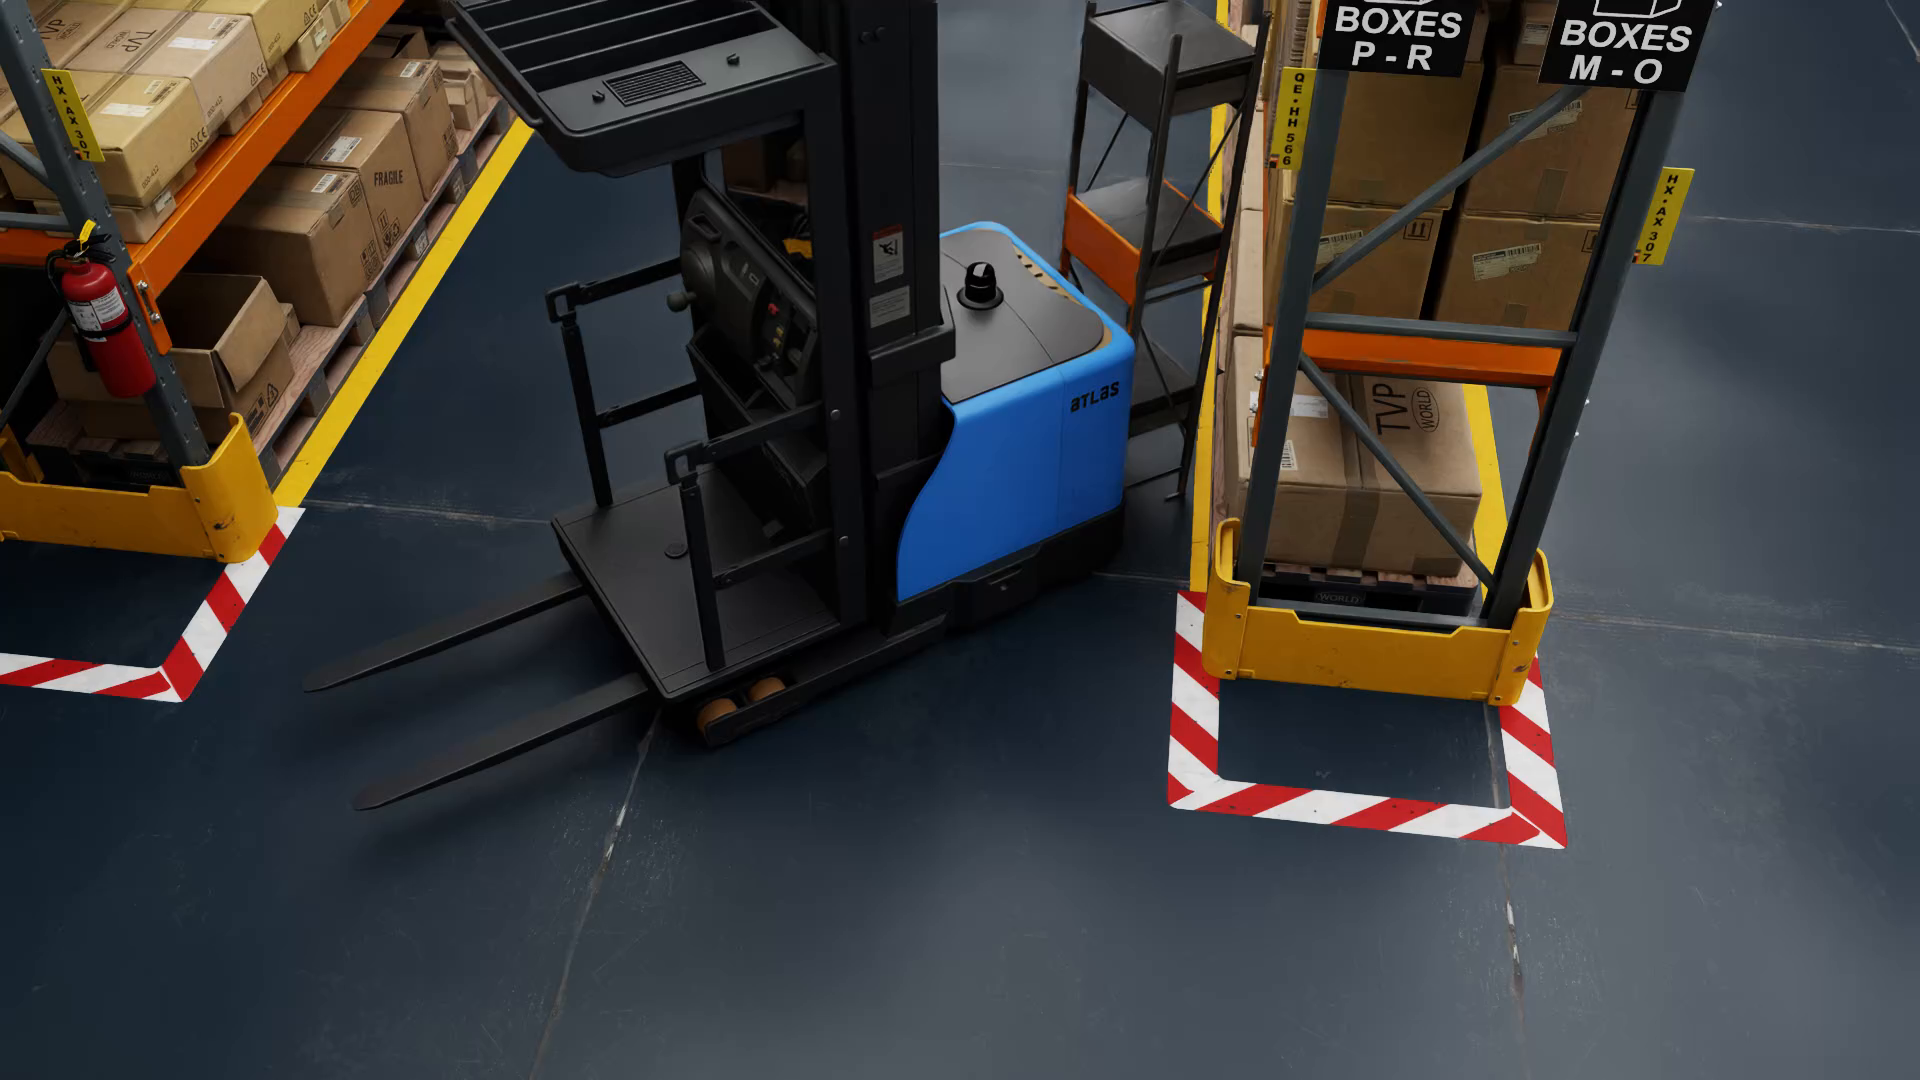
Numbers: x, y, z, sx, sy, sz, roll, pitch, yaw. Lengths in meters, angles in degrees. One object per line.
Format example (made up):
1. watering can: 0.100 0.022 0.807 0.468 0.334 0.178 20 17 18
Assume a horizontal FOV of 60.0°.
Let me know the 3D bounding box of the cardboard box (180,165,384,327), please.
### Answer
1. cardboard box: -3.087 -1.340 7.496 0.700 0.500 0.500 7 44 7

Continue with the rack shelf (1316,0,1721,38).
1. rack shelf: 1.772 -2.850 5.920 1.077 0.370 4.000 5 44 6

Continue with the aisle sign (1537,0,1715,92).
1. aisle sign: 1.785 -1.528 4.291 0.394 0.787 0.004 5 44 6

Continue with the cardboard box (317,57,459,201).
1. cardboard box: -2.950 -2.048 8.243 0.700 0.500 0.500 4 44 4

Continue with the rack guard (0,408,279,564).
1. rack guard: -3.403 -0.252 6.653 1.175 0.500 0.348 5 44 6

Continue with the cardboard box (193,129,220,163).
1. cardboard box: -3.110 -1.576 6.415 0.380 0.149 0.250 5 44 5

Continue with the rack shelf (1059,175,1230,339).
1. rack shelf: 0.690 -1.051 6.336 0.431 0.518 0.480 -20 47 -24

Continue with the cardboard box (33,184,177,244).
1. cardboard box: -3.098 -1.216 6.035 0.380 0.149 0.250 5 44 5

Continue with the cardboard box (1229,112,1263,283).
1. cardboard box: 1.729 -1.579 7.794 0.875 0.438 0.875 4 44 4

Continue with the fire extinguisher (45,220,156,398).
1. fire extinguisher: -2.975 -0.802 5.743 0.296 0.674 0.183 5 44 6

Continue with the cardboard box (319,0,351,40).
1. cardboard box: -2.864 -2.271 7.149 0.380 0.149 0.250 6 44 6

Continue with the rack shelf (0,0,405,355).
1. rack shelf: -3.149 -2.210 7.425 1.077 0.370 4.000 5 44 6

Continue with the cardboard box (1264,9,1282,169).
1. cardboard box: 1.448 -1.741 6.334 0.500 0.500 0.500 6 44 7

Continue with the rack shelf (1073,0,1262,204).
1. rack shelf: 0.723 -1.571 5.869 0.431 0.518 0.480 -20 47 -24

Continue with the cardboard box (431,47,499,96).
1. cardboard box: -2.667 -2.545 9.024 0.380 0.149 0.250 4 44 4

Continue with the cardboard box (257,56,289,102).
1. cardboard box: -2.986 -1.924 6.783 0.380 0.149 0.250 6 44 6

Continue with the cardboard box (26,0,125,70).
1. cardboard box: -3.546 -1.850 6.415 0.500 0.250 0.500 5 44 6

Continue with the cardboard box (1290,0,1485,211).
1. cardboard box: 1.335 -1.409 5.256 0.500 0.500 0.500 7 44 7

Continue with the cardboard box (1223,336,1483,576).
1. cardboard box: 1.496 -0.340 6.486 0.875 0.438 0.875 4 44 4

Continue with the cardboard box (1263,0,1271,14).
1. cardboard box: 1.572 -2.445 7.078 0.500 0.500 0.500 5 44 6

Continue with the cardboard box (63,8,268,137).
1. cardboard box: -3.020 -1.790 6.351 0.500 0.250 0.500 6 44 6

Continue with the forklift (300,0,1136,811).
1. forklift: -0.877 -0.749 5.409 3.031 2.935 1.130 -23 48 -22

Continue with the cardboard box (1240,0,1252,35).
1. cardboard box: 2.039 -3.196 9.184 0.875 0.875 0.875 6 44 7

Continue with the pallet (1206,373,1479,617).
1. pallet: 1.536 -0.199 6.807 1.003 0.211 1.213 5 44 6

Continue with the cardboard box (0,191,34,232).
1. cardboard box: -3.635 -1.267 6.089 0.380 0.149 0.250 5 44 5

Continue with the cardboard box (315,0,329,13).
1. cardboard box: -2.909 -2.486 7.087 0.500 0.250 0.500 4 44 4

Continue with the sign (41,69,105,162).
1. sign: -2.875 -1.373 5.389 0.100 0.325 0.005 5 44 6

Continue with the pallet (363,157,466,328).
1. pallet: -3.135 -1.520 8.202 1.003 0.211 1.213 5 44 6

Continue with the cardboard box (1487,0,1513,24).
1. cardboard box: 1.793 -1.696 5.088 0.380 0.149 0.250 6 44 7

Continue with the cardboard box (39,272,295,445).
1. cardboard box: -3.238 -0.762 6.884 0.797 0.503 0.637 4 44 4

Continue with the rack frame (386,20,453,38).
1. rack frame: -2.884 -3.834 8.618 1.000 3.000 0.127 5 44 6

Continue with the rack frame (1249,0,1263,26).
1. rack frame: 2.036 -3.385 8.144 1.000 3.000 0.127 5 44 6

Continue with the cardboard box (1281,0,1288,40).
1. cardboard box: 1.444 -2.105 5.991 0.500 0.500 0.500 5 44 5

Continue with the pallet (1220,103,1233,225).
1. pallet: 1.858 -1.862 8.563 1.003 0.211 1.213 5 44 6

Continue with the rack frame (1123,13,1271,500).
1. rack frame: 0.813 -0.916 6.174 0.400 2.100 0.015 -20 47 -24

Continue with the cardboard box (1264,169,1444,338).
1. cardboard box: 1.309 -1.048 5.603 0.500 0.500 0.500 5 44 6

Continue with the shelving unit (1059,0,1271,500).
1. shelving unit: 0.691 -1.061 6.327 0.431 2.100 0.503 -20 47 -24
